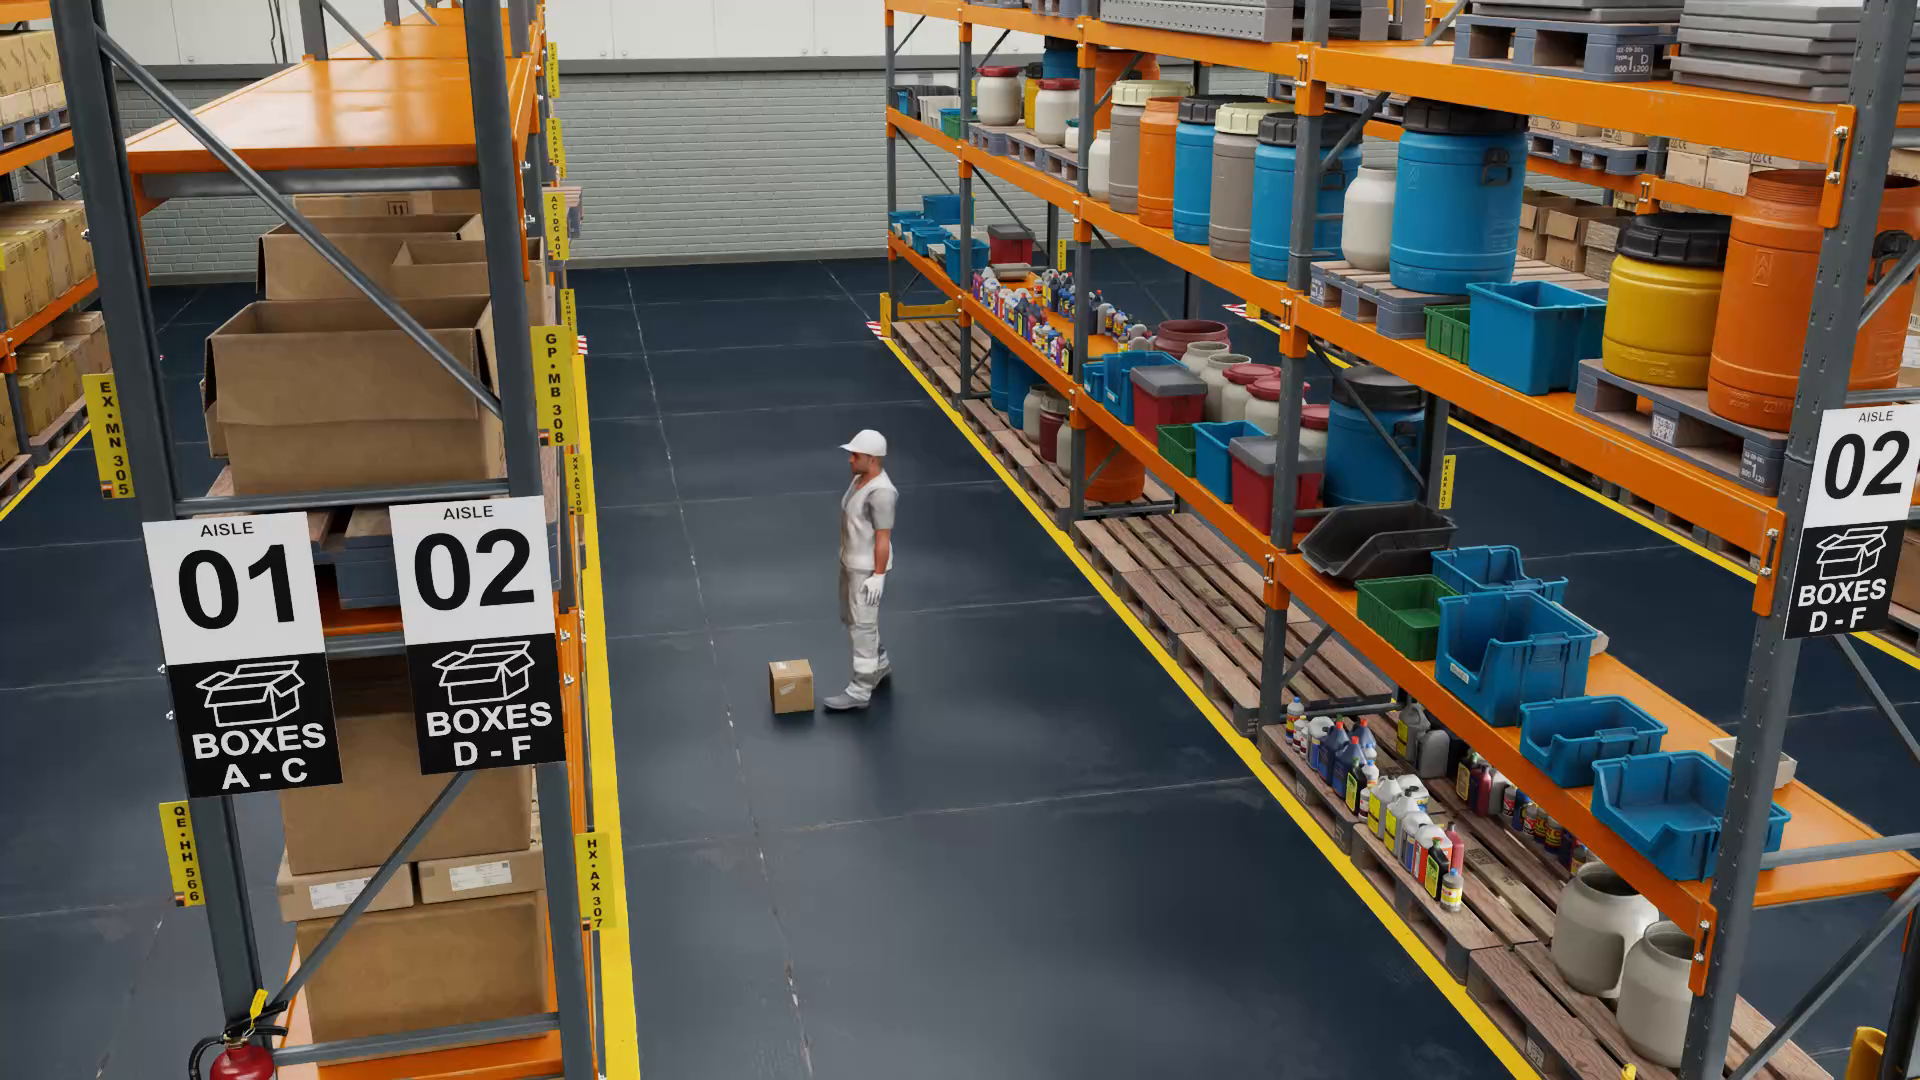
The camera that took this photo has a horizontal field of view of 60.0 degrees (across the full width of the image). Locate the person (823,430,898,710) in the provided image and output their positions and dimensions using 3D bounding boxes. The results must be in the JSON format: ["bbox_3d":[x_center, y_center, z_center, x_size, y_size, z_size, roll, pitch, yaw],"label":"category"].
[{"bbox_3d":[-0.647,0.181,10.507,0.549,1.791,0.568,-6,20,-17],"label":"person"}]
